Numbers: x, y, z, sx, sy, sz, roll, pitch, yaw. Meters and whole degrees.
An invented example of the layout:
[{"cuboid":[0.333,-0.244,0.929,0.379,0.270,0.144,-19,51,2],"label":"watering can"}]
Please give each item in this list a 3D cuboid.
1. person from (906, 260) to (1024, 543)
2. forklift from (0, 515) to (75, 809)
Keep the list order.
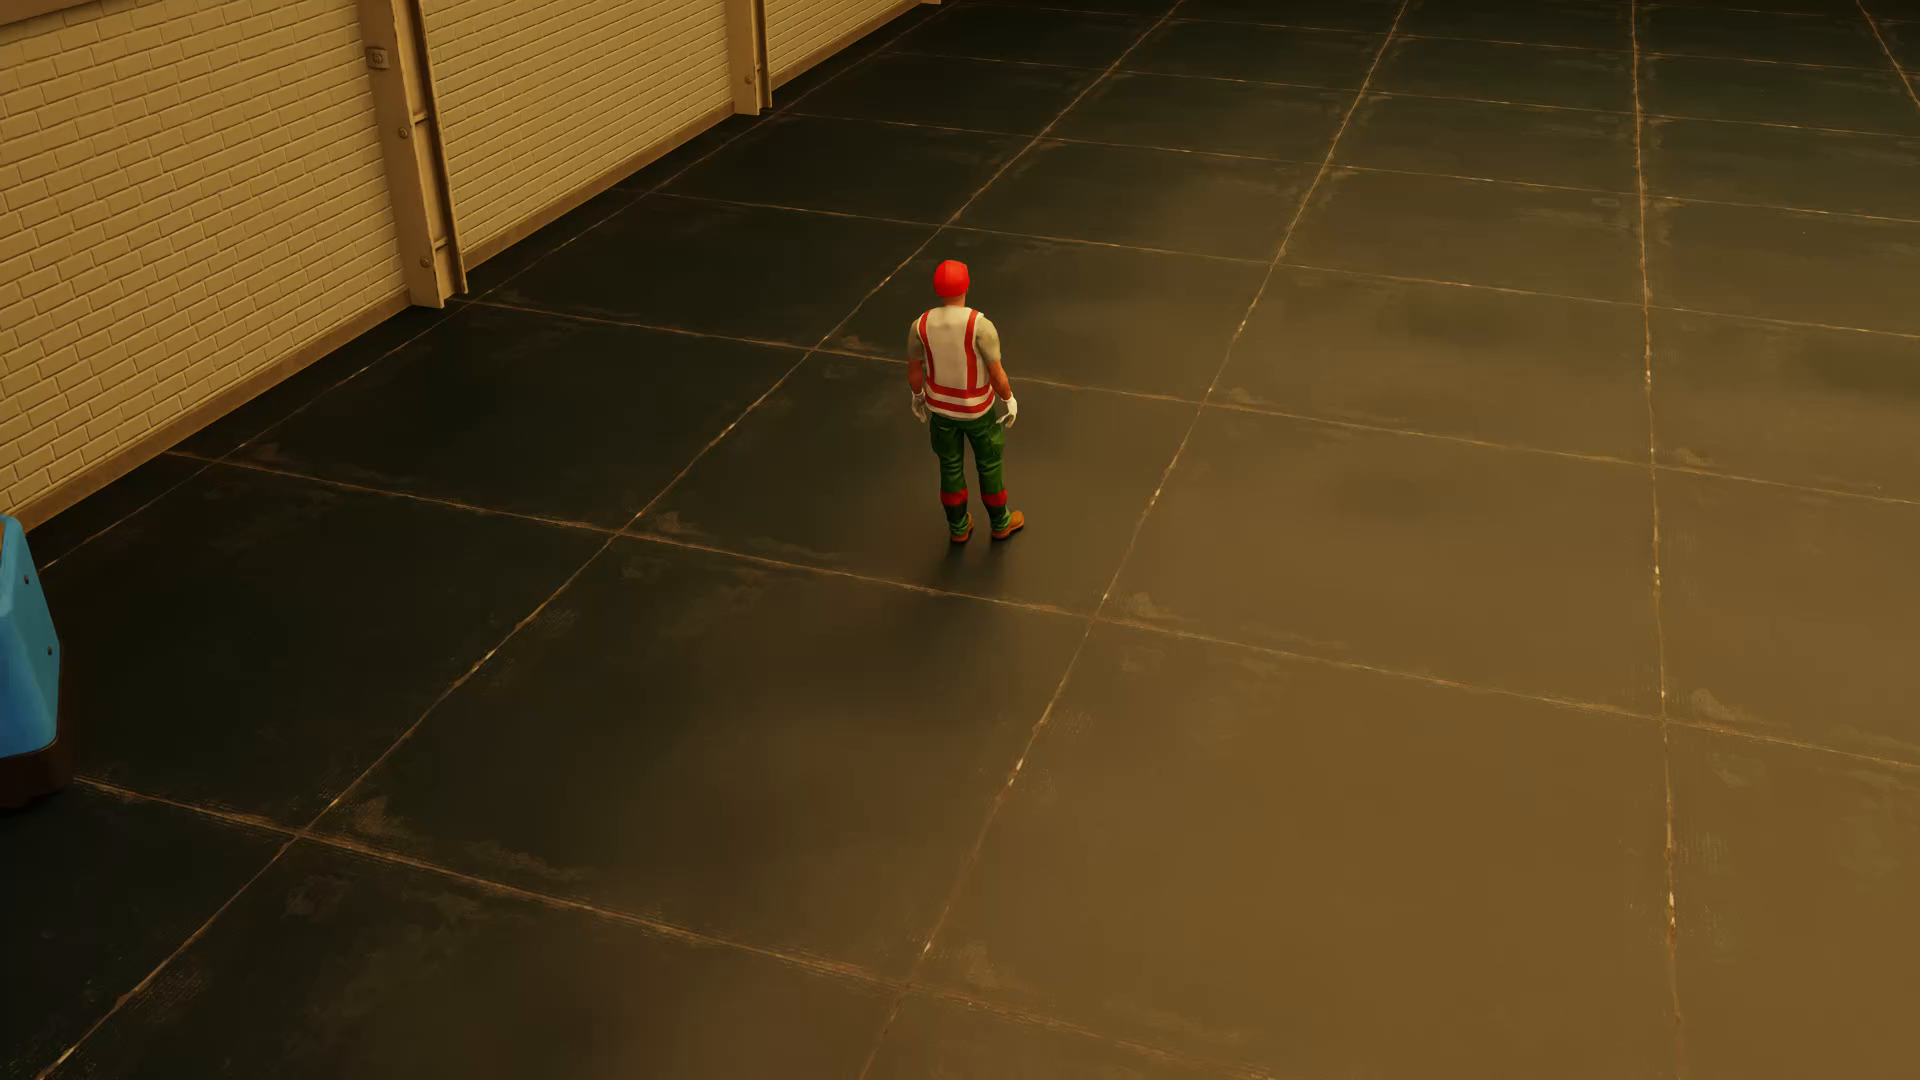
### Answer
[{"cuboid":[0.038,-0.819,9.711,0.637,1.787,0.564,10,31,16],"label":"person"},{"cuboid":[-5.809,0.033,7.078,3.031,2.935,1.130,-12,32,-21],"label":"forklift"}]
